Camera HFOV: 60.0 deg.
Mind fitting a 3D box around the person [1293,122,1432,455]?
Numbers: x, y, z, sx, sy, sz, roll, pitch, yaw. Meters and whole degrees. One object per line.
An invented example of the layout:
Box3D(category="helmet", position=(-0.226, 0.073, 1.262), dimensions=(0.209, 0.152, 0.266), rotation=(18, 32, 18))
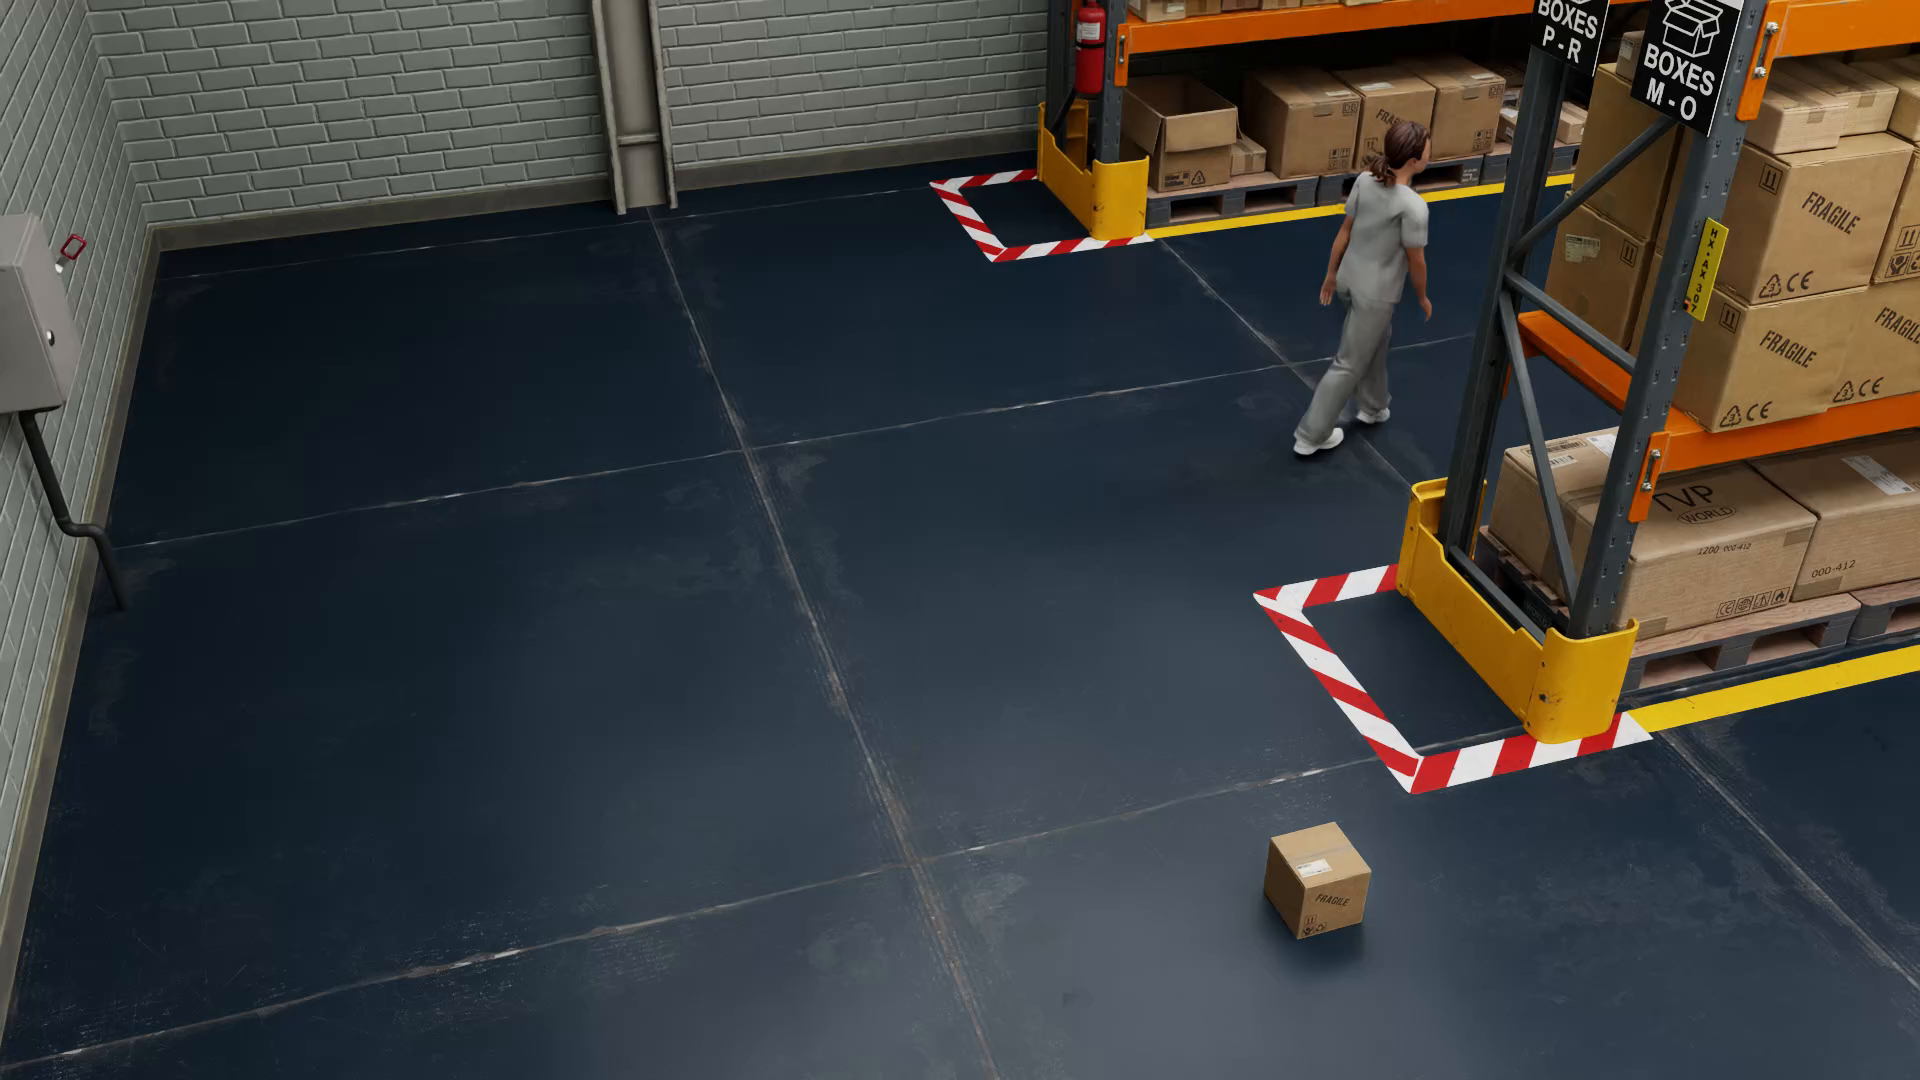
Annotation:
Box3D(category="person", position=(1.980, -1.157, 7.869), dimensions=(0.723, 1.691, 0.481), rotation=(-15, 37, -21))
